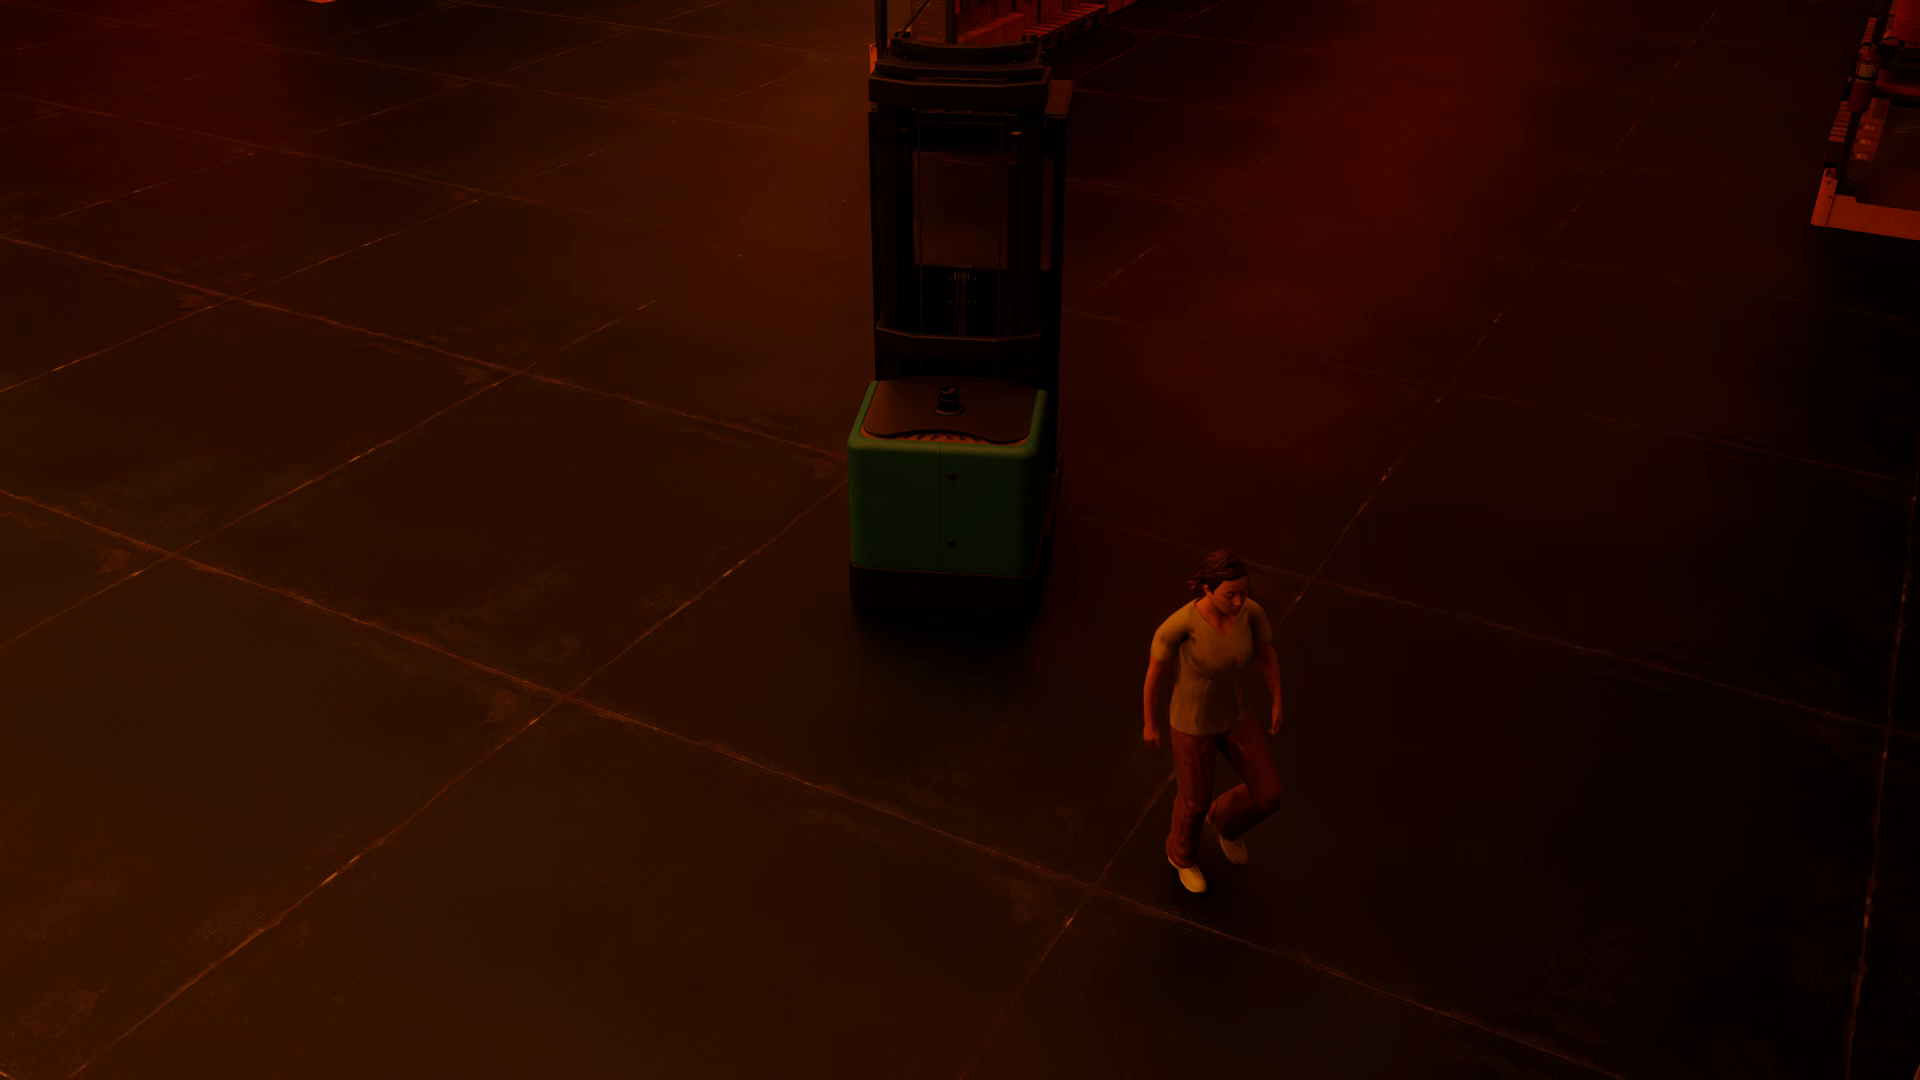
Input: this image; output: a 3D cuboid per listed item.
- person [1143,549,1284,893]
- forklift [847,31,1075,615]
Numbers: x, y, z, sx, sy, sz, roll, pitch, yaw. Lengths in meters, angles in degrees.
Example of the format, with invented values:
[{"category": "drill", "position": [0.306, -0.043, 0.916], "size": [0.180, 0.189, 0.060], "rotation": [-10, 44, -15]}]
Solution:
[{"category": "person", "position": [1.089, 0.784, 6.991], "size": [0.604, 1.655, 0.464], "rotation": [-11, 32, -18]}, {"category": "forklift", "position": [0.072, -1.572, 9.794], "size": [1.130, 2.935, 3.031], "rotation": [3, 30, 6]}]
